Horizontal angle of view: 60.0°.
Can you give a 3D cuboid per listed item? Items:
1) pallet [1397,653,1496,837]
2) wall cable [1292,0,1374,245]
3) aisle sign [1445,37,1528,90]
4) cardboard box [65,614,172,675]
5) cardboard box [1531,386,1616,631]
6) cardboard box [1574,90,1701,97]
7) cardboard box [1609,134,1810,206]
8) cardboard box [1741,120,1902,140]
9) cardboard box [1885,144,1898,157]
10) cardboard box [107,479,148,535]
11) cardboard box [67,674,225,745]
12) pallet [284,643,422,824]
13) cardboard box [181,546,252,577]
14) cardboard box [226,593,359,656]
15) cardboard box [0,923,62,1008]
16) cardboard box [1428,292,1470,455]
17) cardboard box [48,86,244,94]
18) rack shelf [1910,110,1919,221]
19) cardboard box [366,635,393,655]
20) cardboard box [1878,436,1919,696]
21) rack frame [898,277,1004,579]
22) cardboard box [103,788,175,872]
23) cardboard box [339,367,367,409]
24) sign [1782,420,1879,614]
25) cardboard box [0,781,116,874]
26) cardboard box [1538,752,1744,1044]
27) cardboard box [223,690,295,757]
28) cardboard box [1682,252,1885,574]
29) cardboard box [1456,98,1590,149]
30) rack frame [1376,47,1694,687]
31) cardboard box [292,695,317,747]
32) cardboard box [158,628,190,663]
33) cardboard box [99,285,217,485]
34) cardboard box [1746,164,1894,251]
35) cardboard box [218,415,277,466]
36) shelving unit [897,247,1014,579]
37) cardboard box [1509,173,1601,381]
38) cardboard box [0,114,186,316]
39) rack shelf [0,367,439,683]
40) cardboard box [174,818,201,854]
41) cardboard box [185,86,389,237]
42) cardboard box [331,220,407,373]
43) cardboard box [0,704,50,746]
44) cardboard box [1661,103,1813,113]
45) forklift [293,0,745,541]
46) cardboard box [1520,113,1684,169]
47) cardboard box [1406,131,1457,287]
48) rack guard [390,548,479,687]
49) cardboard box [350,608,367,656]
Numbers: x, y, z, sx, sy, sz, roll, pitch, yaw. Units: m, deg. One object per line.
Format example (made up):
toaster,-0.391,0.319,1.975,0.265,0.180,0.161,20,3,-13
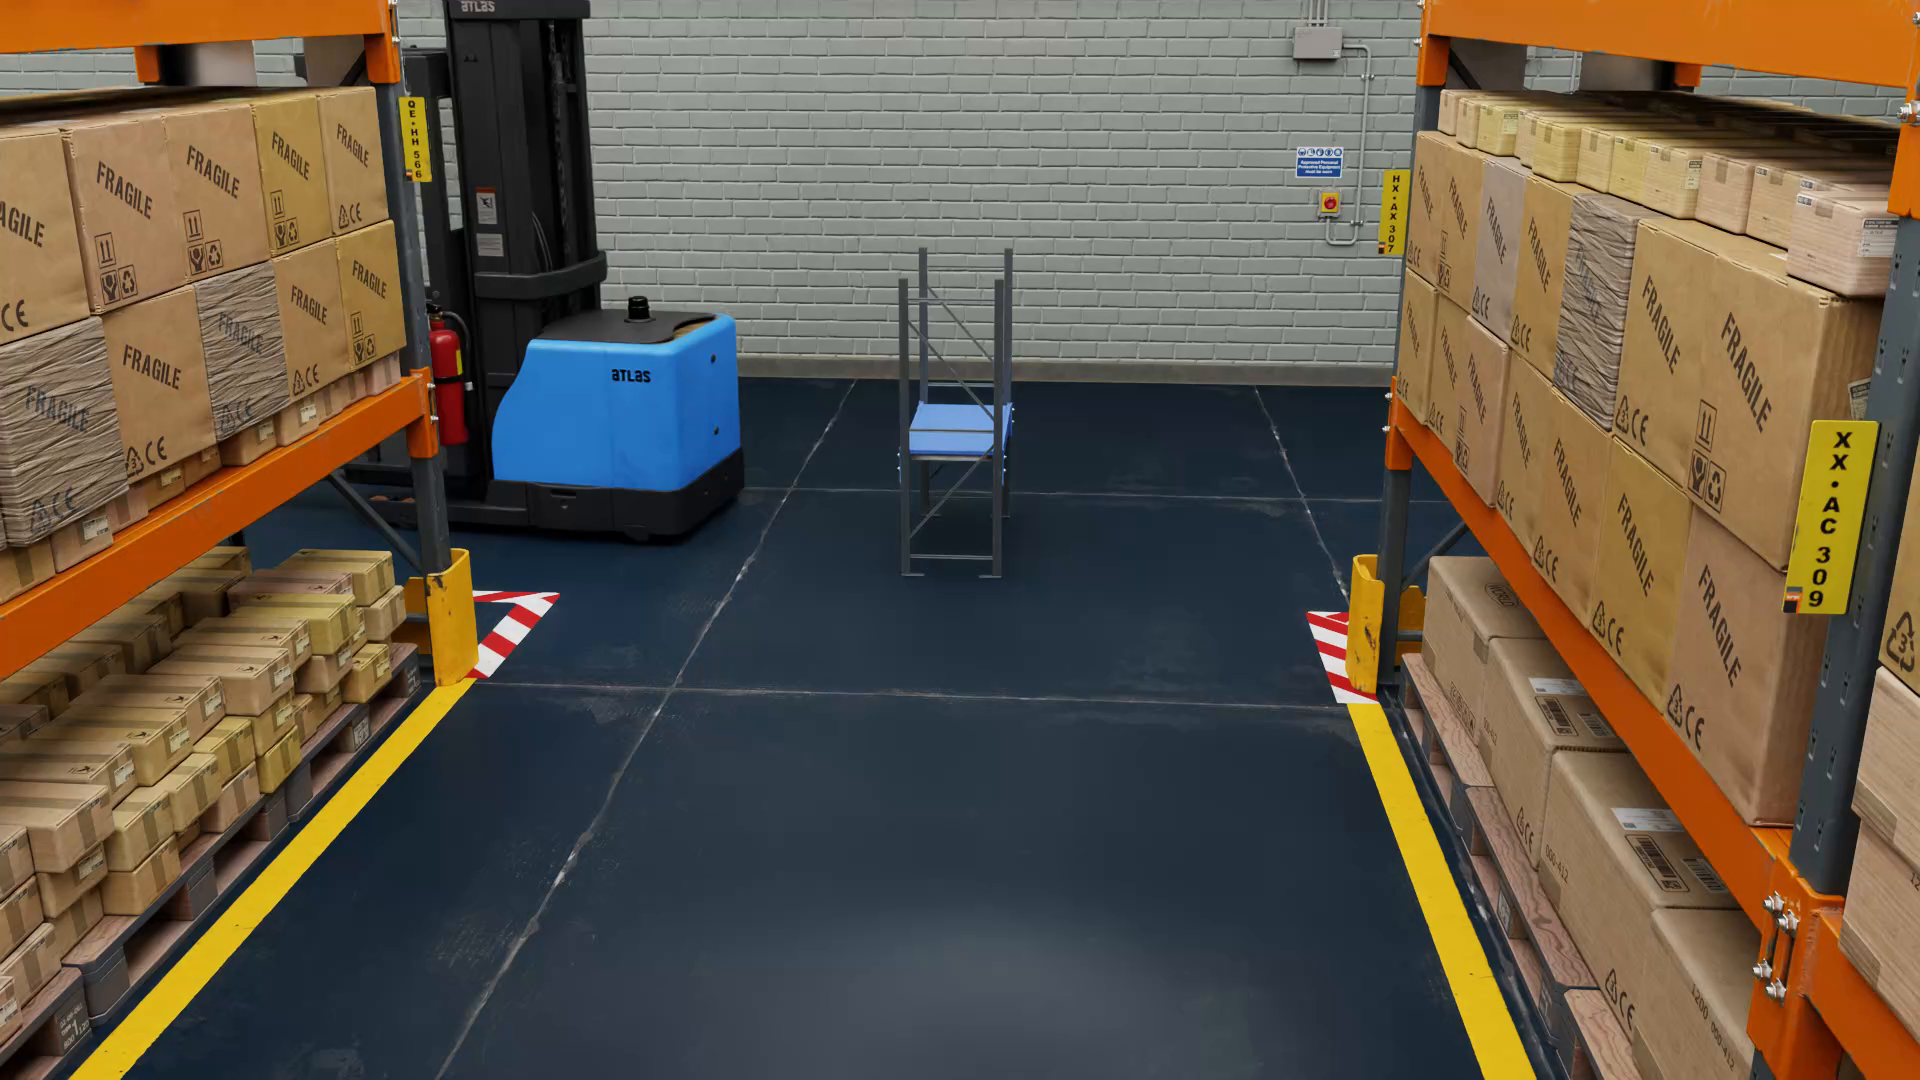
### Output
pallet,2.268,0.760,6.266,1.003,0.211,1.213,1,18,4
wall cable,2.629,-3.065,11.778,0.585,1.953,0.123,1,18,4
aisle sign,1.964,-2.080,6.278,0.394,0.787,0.004,1,18,4
cardboard box,-3.054,0.376,5.908,0.380,0.149,0.250,0,18,1
cardboard box,1.792,-0.087,4.210,0.500,0.500,0.500,1,18,3
cardboard box,2.422,-1.531,5.969,0.380,0.149,0.250,2,18,5
cardboard box,1.820,-0.903,4.052,0.380,0.149,0.250,1,18,3
cardboard box,2.347,-1.052,4.508,0.380,0.149,0.250,2,18,6
cardboard box,2.348,-0.814,3.783,0.380,0.149,0.250,1,18,2
cardboard box,-2.618,-0.108,4.839,0.380,0.149,0.250,2,18,6
cardboard box,-2.624,0.551,5.373,0.380,0.149,0.250,1,18,2
pallet,-2.796,0.706,6.431,1.003,0.211,1.213,1,18,4
cardboard box,-3.073,0.133,6.649,0.380,0.149,0.250,0,18,1
cardboard box,-2.449,0.308,6.115,0.380,0.149,0.250,1,18,3
cardboard box,-2.684,1.156,4.482,0.380,0.149,0.250,1,18,3
cardboard box,1.918,-0.563,5.662,0.500,0.500,0.500,1,18,3
cardboard box,-2.994,-1.425,6.211,0.500,0.500,0.500,1,18,4
rack shelf,1.818,-0.036,0.553,1.077,0.370,4.000,1,18,4
cardboard box,-2.527,0.429,6.702,0.380,0.149,0.250,2,18,5
cardboard box,1.643,0.034,2.235,0.500,0.500,0.500,1,18,5
rack frame,-0.043,-0.528,8.127,0.500,1.500,0.032,1,18,4
cardboard box,-2.582,0.853,4.928,0.380,0.149,0.250,1,18,3
cardboard box,-2.494,-0.591,6.314,0.380,0.149,0.250,1,18,4
sign,1.407,-0.034,2.693,0.100,0.325,0.005,1,18,4
cardboard box,-2.609,0.795,4.628,0.380,0.149,0.250,2,18,5
cardboard box,2.177,0.974,4.573,0.875,0.438,0.875,1,18,2
cardboard box,-2.510,0.612,5.664,0.380,0.149,0.250,2,18,5
cardboard box,1.719,-0.249,3.098,0.500,0.500,0.500,1,18,3
cardboard box,1.865,-1.381,5.513,0.380,0.149,0.250,2,18,6
rack frame,2.248,-0.816,6.595,1.000,3.000,0.127,1,18,4
cardboard box,-2.554,0.668,5.971,0.380,0.149,0.250,1,18,4
cardboard box,-2.996,0.438,6.195,0.380,0.149,0.250,2,18,5
cardboard box,-2.587,-0.466,4.890,0.500,0.500,0.500,2,18,7
cardboard box,1.820,-0.664,3.323,0.380,0.149,0.250,1,18,4
cardboard box,-2.540,-0.352,5.584,0.380,0.149,0.250,0,18,1
shelving unit,-0.006,-0.686,8.609,0.538,1.500,1.048,1,18,4
cardboard box,1.835,-0.720,4.536,0.500,0.500,0.500,1,18,4
cardboard box,-2.581,-0.928,4.693,0.500,0.500,0.500,1,18,2
rack shelf,-2.840,0.068,5.052,1.077,0.370,4.000,1,18,4
cardboard box,-2.642,0.910,5.233,0.380,0.149,0.250,2,18,5
cardboard box,-2.482,-1.411,6.168,0.500,0.500,0.500,1,18,3
cardboard box,-2.472,-0.938,6.331,0.500,0.500,0.500,2,18,5
cardboard box,-3.071,0.622,5.155,0.380,0.149,0.250,1,18,4
cardboard box,2.434,-1.292,5.240,0.380,0.149,0.250,2,18,5
forklift,-2.821,-1.610,9.128,3.031,2.935,1.130,4,19,13
cardboard box,1.838,-1.140,4.776,0.380,0.149,0.250,1,18,4
cardboard box,1.929,-1.195,5.988,0.500,0.500,0.500,1,18,3
rack guard,-2.702,0.317,7.153,1.175,0.500,0.348,1,18,4
cardboard box,-2.523,0.369,6.405,0.380,0.149,0.250,1,18,3
